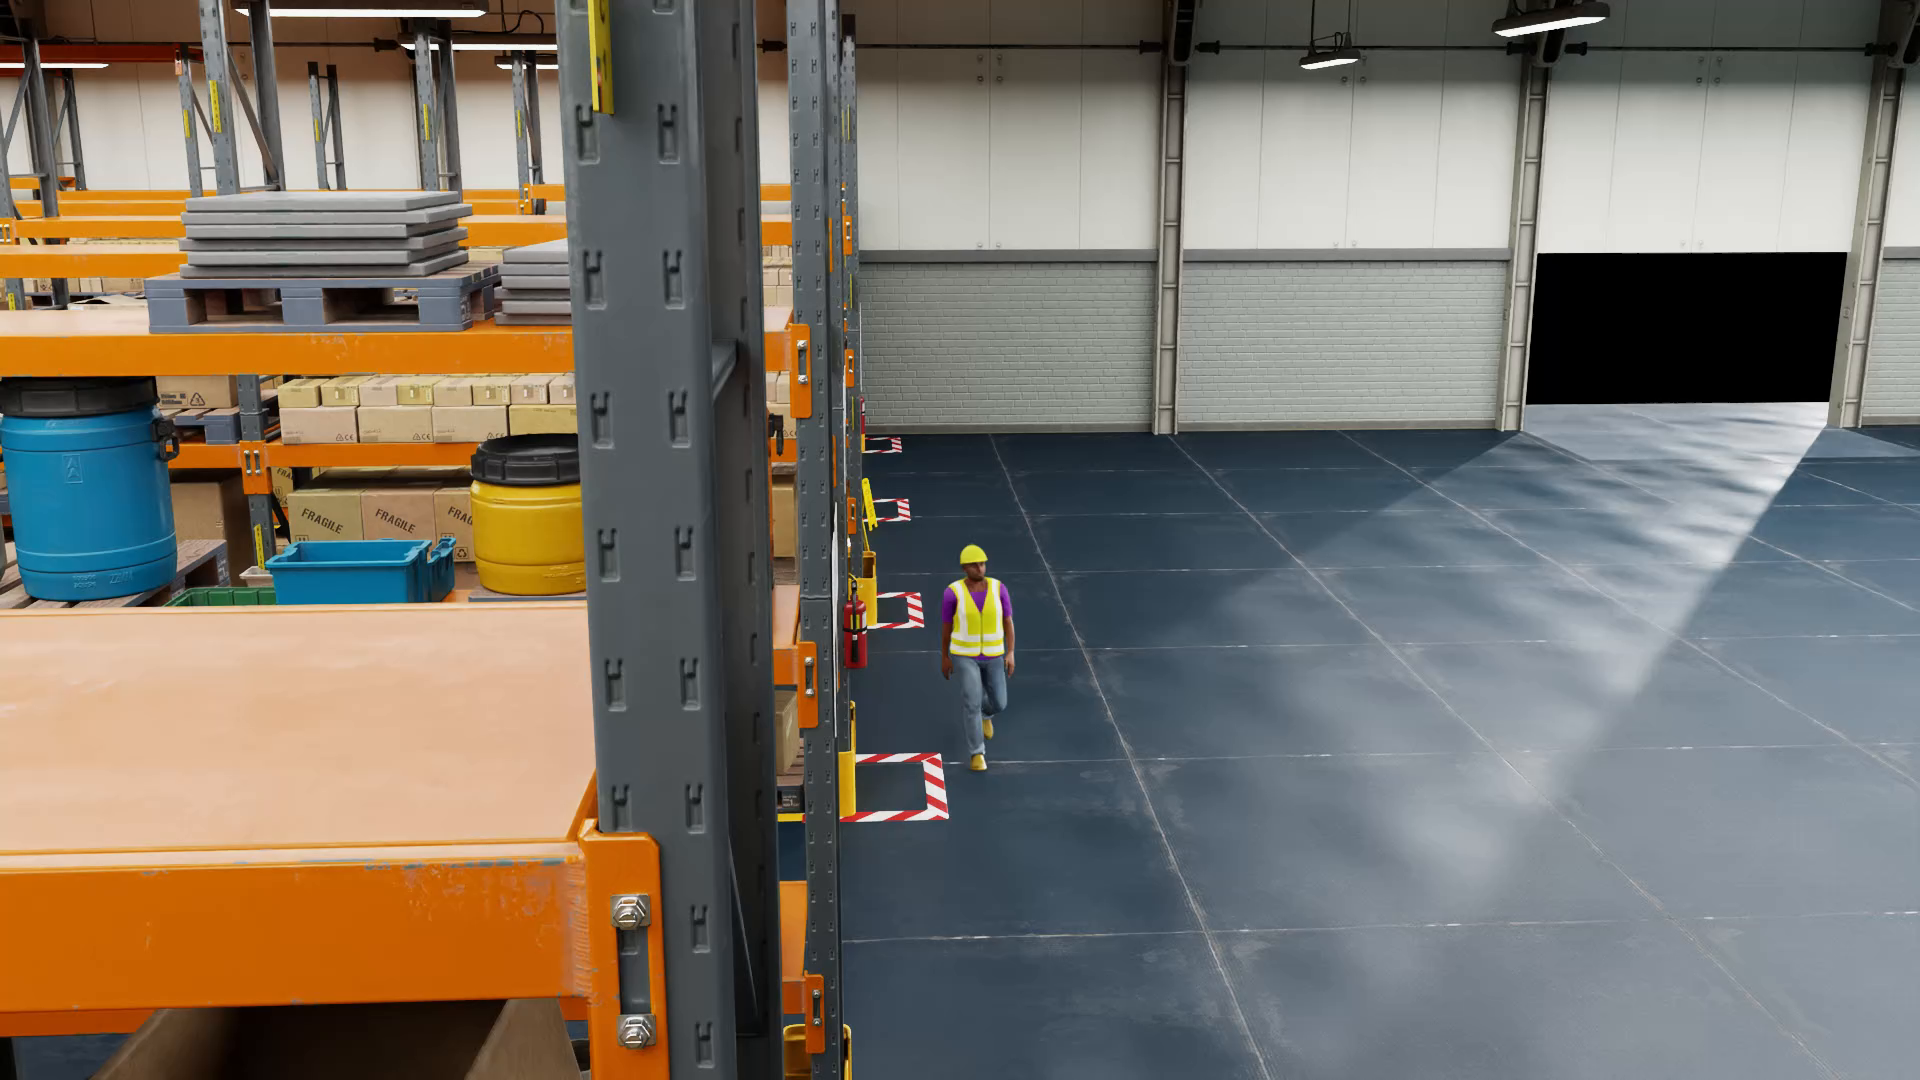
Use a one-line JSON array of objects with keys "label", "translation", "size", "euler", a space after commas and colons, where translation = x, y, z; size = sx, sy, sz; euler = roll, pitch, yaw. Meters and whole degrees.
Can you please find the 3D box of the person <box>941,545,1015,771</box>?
[{"label": "person", "translation": [0.143, 0.896, 13.155], "size": [0.582, 1.742, 0.797], "euler": [-3, 14, -13]}]
